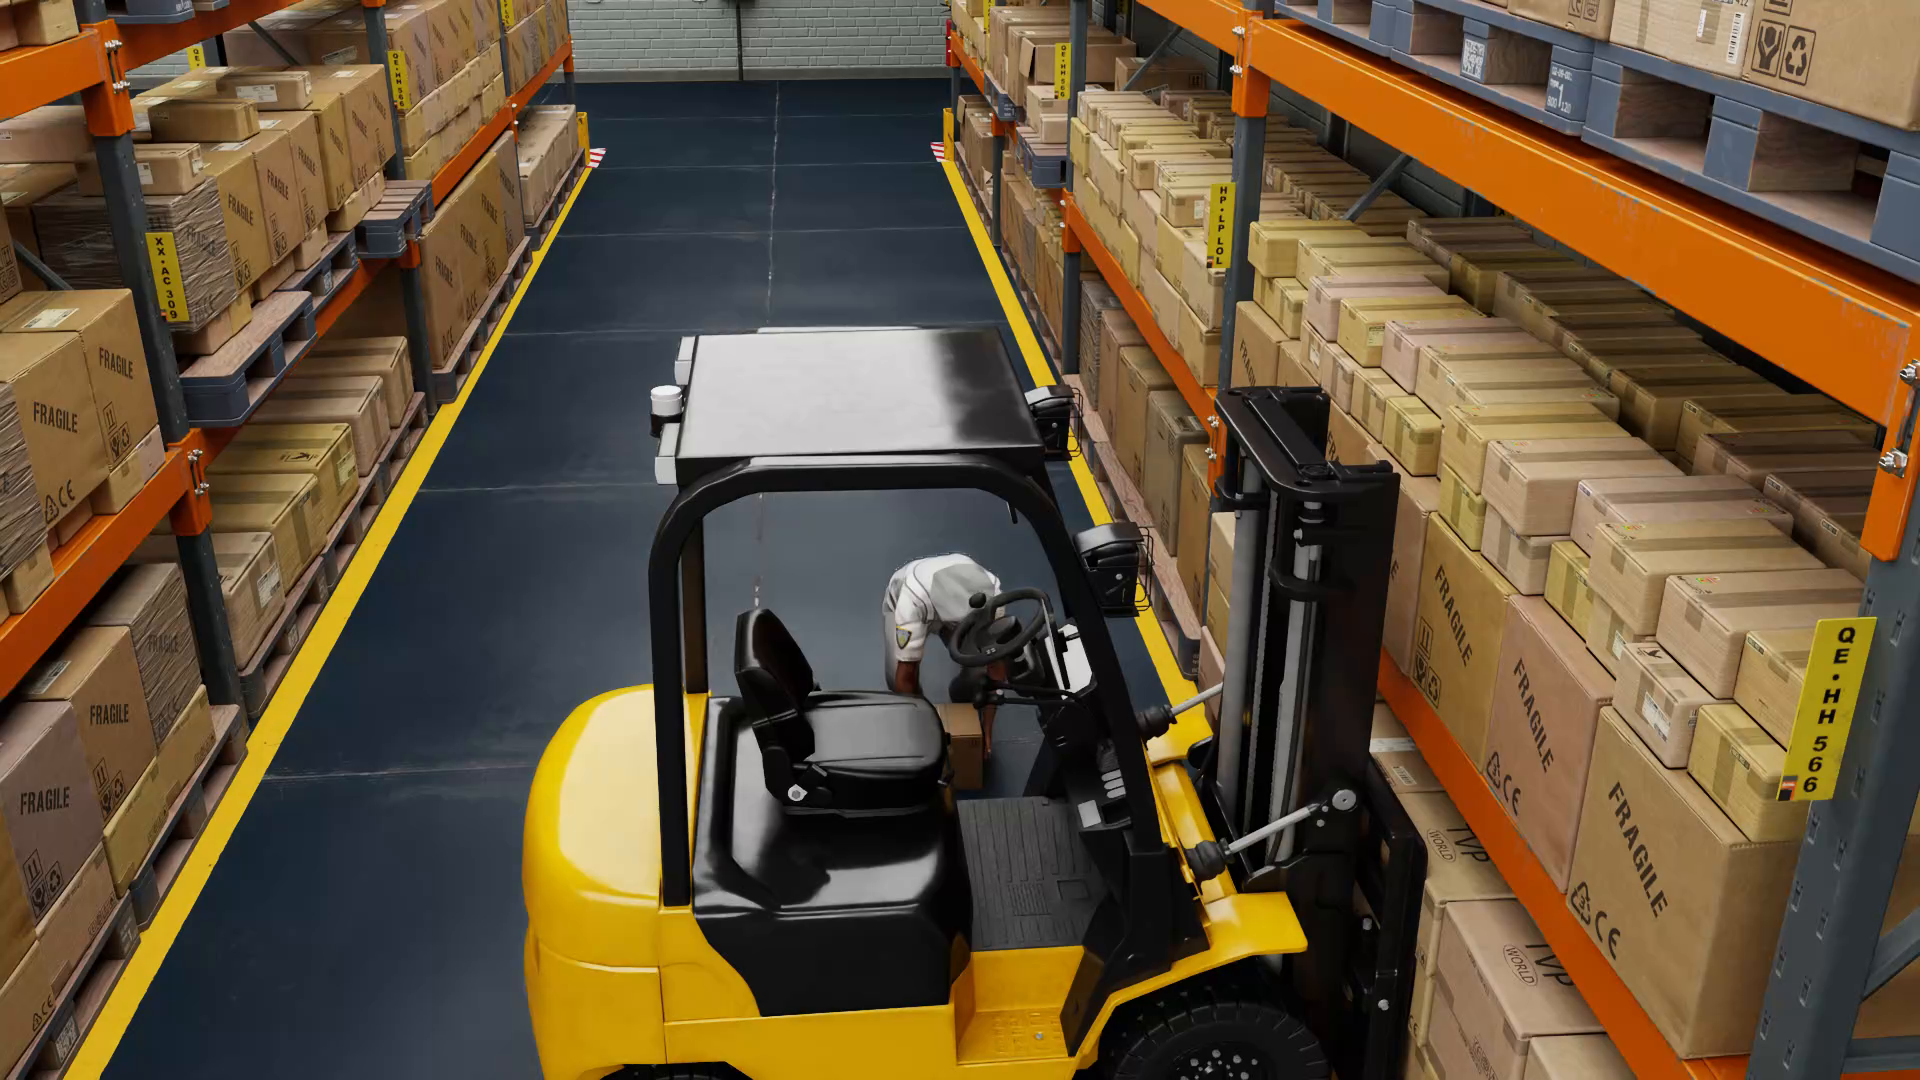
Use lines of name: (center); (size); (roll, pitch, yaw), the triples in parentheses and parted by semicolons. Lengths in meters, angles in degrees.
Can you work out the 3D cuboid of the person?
person: (-0.069, 0.400, 6.665); (0.475, 0.888, 0.865); (-2, 24, -5)
